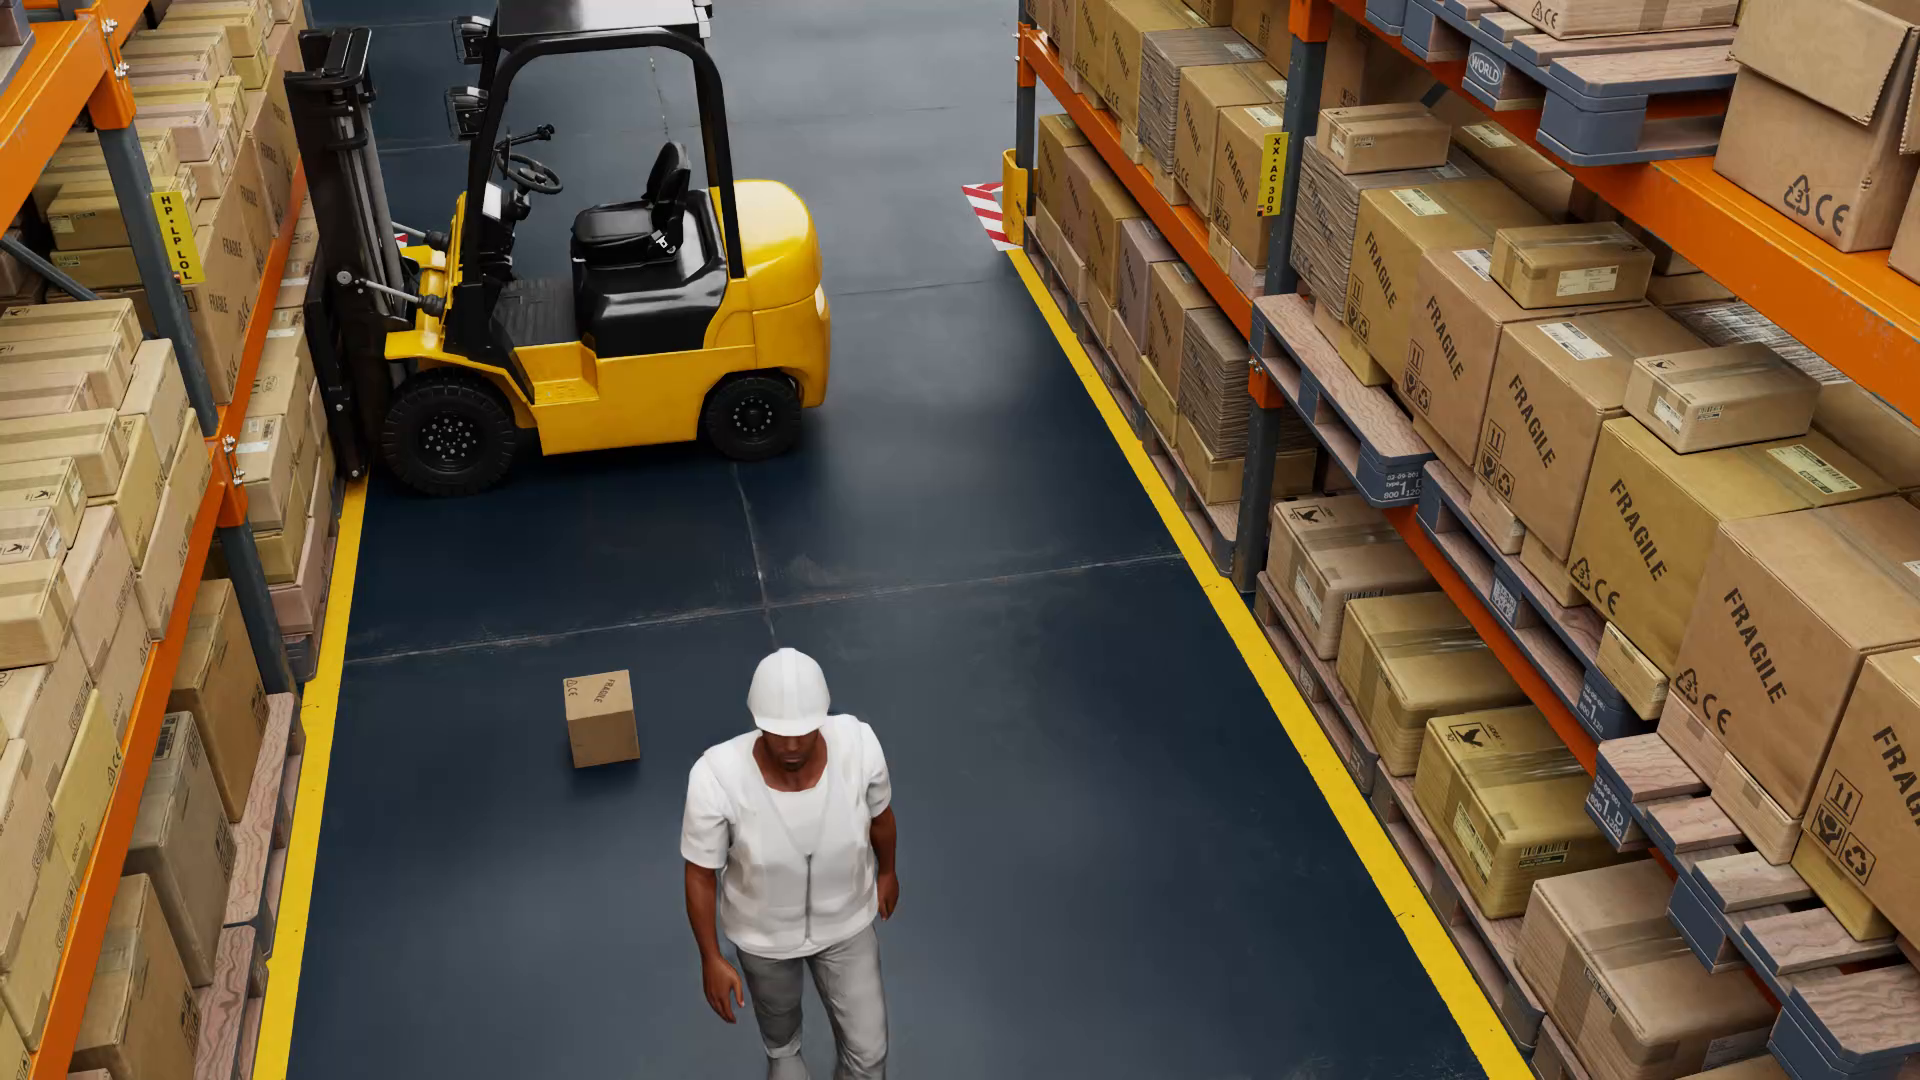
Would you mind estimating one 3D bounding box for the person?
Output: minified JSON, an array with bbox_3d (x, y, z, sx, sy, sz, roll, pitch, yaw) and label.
[{"bbox_3d":[-0.421,1.089,4.511,0.601,1.771,0.826,-8,35,-12],"label":"person"}]
